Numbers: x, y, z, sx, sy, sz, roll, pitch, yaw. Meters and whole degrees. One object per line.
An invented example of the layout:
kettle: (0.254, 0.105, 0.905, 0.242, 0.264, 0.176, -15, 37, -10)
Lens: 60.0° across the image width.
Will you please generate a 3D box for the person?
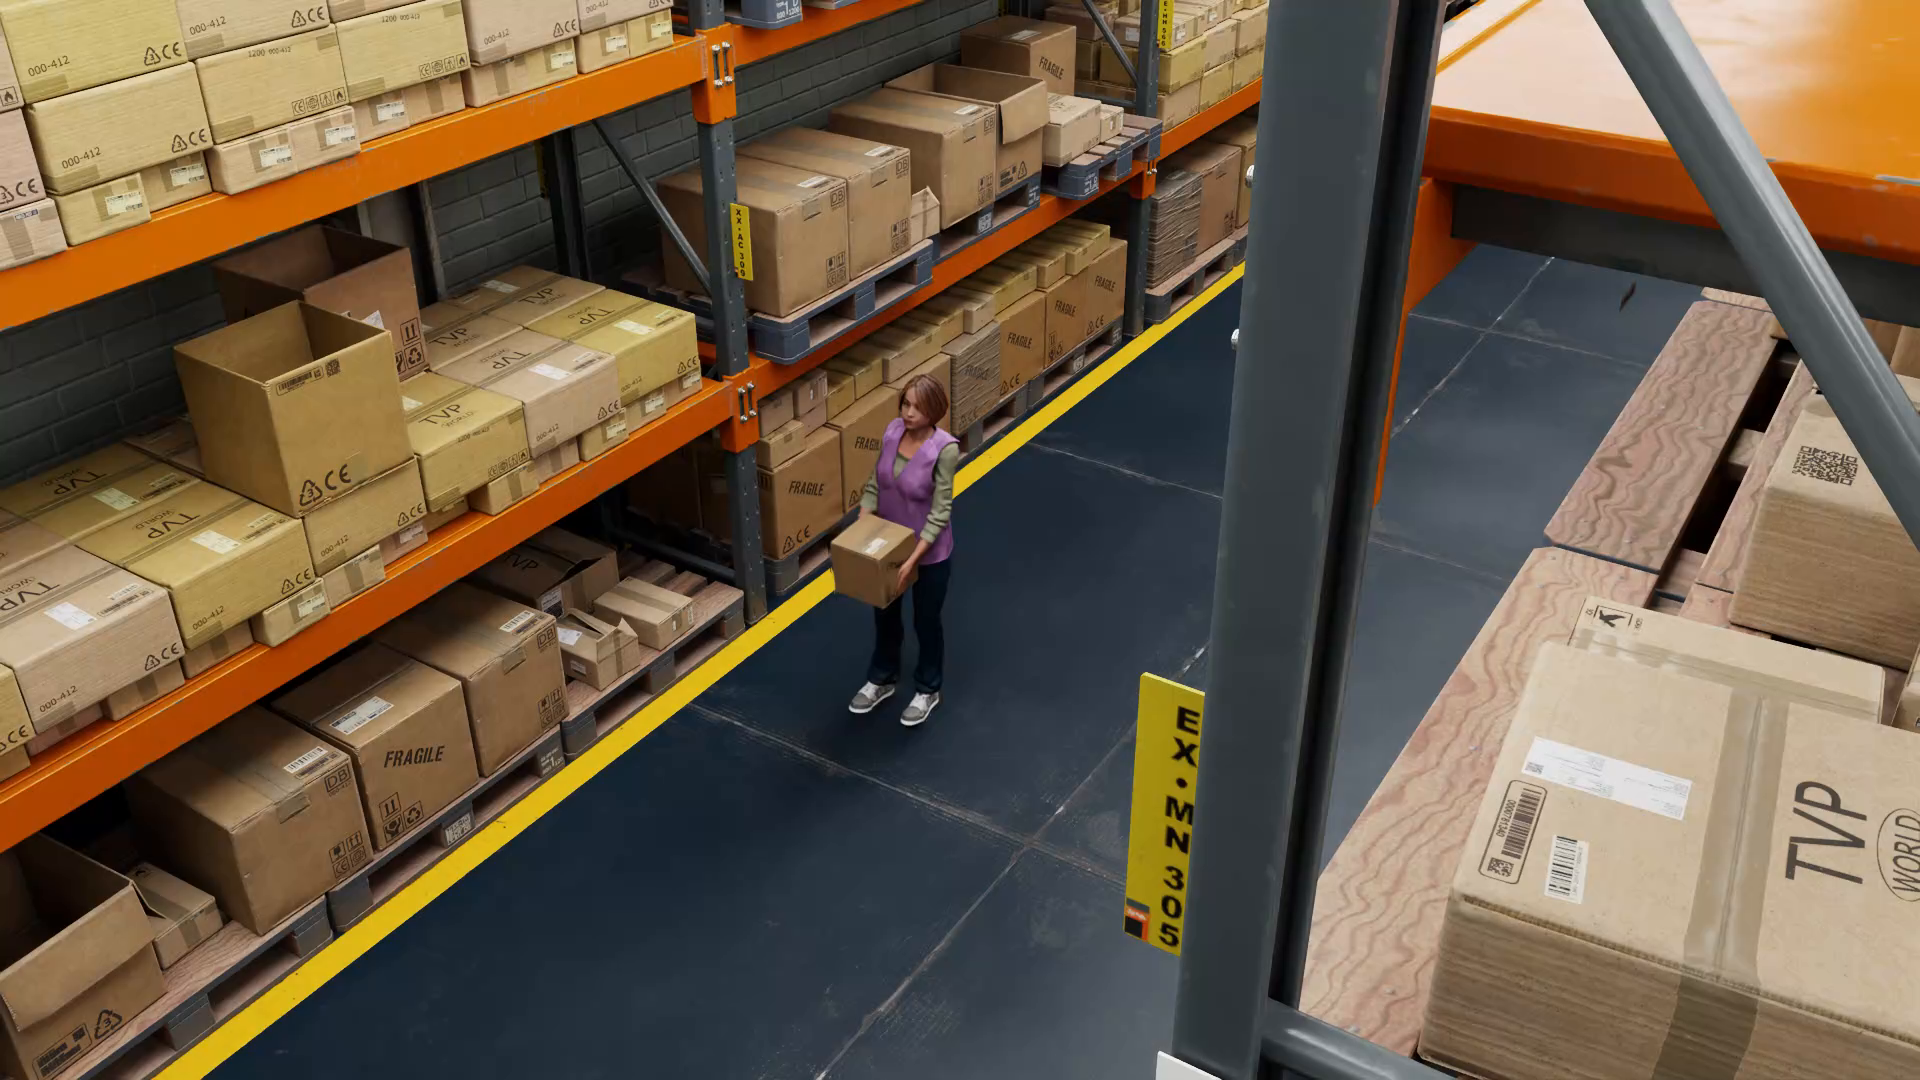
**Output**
person: (-0.237, 0.069, 7.020, 0.440, 1.601, 0.459, 20, 36, 29)
